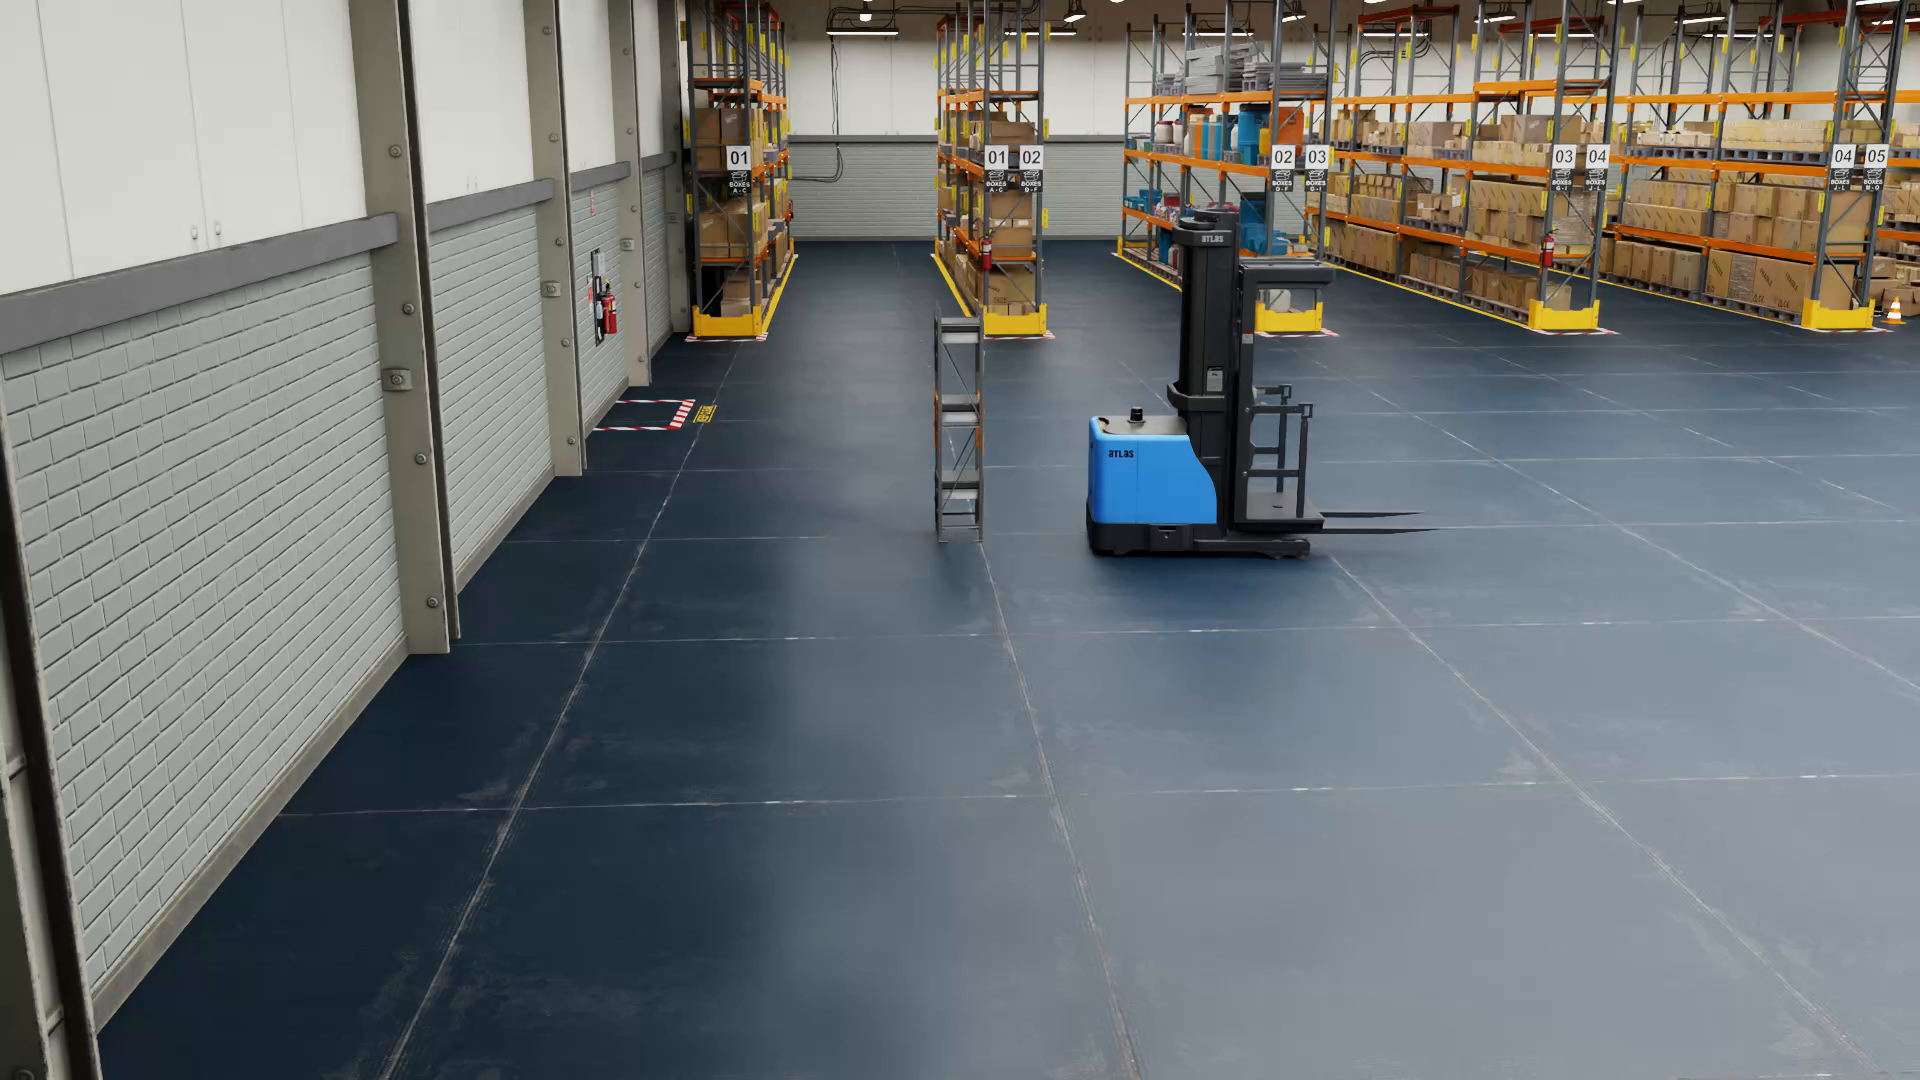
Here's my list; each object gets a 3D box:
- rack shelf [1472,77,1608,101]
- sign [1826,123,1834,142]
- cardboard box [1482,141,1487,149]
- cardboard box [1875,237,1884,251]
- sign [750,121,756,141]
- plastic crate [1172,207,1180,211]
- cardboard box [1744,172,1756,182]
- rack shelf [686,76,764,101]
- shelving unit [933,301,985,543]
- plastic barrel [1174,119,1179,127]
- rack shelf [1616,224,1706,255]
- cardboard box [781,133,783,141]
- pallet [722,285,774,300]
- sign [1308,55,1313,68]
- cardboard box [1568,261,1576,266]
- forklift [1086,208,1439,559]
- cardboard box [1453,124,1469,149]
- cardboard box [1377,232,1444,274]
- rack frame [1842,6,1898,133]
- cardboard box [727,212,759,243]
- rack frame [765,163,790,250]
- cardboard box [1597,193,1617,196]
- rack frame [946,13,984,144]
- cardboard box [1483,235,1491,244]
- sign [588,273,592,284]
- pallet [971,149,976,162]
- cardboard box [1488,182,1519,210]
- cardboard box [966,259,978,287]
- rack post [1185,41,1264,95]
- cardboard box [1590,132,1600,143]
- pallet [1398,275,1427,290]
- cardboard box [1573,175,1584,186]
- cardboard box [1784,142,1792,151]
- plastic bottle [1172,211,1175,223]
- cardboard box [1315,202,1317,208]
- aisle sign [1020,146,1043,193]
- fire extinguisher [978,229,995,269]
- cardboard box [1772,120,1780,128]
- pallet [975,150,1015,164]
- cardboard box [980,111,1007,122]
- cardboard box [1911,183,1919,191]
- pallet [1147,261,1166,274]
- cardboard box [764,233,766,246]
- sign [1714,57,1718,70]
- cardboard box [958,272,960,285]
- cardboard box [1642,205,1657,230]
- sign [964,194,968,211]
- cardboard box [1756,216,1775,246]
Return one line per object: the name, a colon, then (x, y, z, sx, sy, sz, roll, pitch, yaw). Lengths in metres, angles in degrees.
rack shelf: (10.674, -8.288, 30.629, 1.077, 0.370, 4.000, -1, 14, -3)
sign: (15.212, -7.125, 29.060, 0.100, 0.325, 0.005, -1, 14, -3)
cardboard box: (10.347, -7.652, 32.229, 0.380, 0.149, 0.250, -2, 15, -6)
cardboard box: (24.542, -7.938, 44.032, 0.500, 0.500, 0.500, -1, 14, -2)
sign: (-3.492, -6.890, 28.012, 0.100, 0.325, 0.005, -1, 14, -3)
plastic crate: (5.225, -8.162, 41.140, 0.396, 0.136, 0.243, -1, 14, -3)
cardboard box: (19.686, -8.791, 40.968, 0.500, 0.500, 0.500, -1, 14, -3)
rack shelf: (-4.157, -8.059, 29.738, 1.077, 0.370, 4.000, -1, 14, -3)
shelving unit: (-0.010, -1.058, 14.925, 0.431, 2.100, 0.503, -1, 14, -3)
plastic barrel: (5.370, -9.667, 39.336, 0.600, 0.588, 0.600, 0, 14, 0)
rack shelf: (15.383, -6.430, 35.443, 1.077, 0.370, 4.000, -1, 14, -3)
cardboard box: (-4.557, -9.798, 40.325, 0.500, 0.250, 0.500, -1, 14, -4)
pallet: (-4.410, -5.148, 34.611, 1.003, 0.211, 1.213, -1, 14, -3)
sign: (9.252, -12.642, 43.908, 0.100, 0.325, 0.005, -1, 14, -3)
cardboard box: (14.873, -6.814, 39.665, 0.500, 0.500, 0.500, -1, 14, -2)
forklift: (2.669, -1.388, 14.540, 3.031, 2.935, 1.130, 0, 14, 1)
cardboard box: (10.561, -8.289, 34.152, 0.797, 0.503, 0.637, 0, 14, -1)
cardboard box: (10.280, -6.571, 37.967, 1.225, 0.875, 0.875, -2, 15, -6)
rack frame: (20.193, -10.283, 36.934, 1.000, 3.000, 0.127, -1, 14, -3)
cardboard box: (-3.763, -5.429, 28.864, 0.500, 0.500, 0.500, -1, 14, -3)
rack frame: (-5.025, -8.985, 43.928, 1.000, 3.000, 0.127, -1, 14, -3)
cardboard box: (14.758, -7.823, 37.880, 0.380, 0.149, 0.250, -1, 14, -4)
rack frame: (0.167, -10.973, 39.615, 1.000, 3.000, 0.127, -1, 14, -3)
cardboard box: (10.308, -5.801, 32.058, 0.380, 0.149, 0.250, -1, 14, -3)
sign: (-4.514, -3.195, 20.290, 0.001, 0.109, 0.331, -1, 14, -3)
pallet: (0.741, -7.276, 31.444, 1.003, 0.211, 1.213, -1, 14, -3)
cardboard box: (10.387, -6.542, 31.629, 0.500, 0.500, 0.500, -1, 14, -3)
cardboard box: (0.379, -5.193, 32.359, 0.500, 0.500, 0.500, -1, 14, -3)
rack post: (5.399, -9.644, 34.049, 1.013, 1.000, 3.121, -1, 14, -3)
cardboard box: (14.899, -9.164, 38.403, 0.500, 0.500, 0.500, -1, 14, -3)
pallet: (10.349, -5.680, 36.679, 1.003, 0.211, 1.213, -1, 14, -3)
cardboard box: (15.226, -9.064, 41.429, 0.500, 0.500, 0.500, -1, 14, -2)
cardboard box: (15.333, -7.200, 30.432, 0.380, 0.149, 0.250, -1, 14, -4)
plastic bottle: (4.881, -7.363, 37.883, 0.097, 0.271, 0.097, 0, 14, 0)
cardboard box: (9.550, -8.807, 43.740, 0.380, 0.149, 0.250, -1, 14, -4)
aisle sign: (1.220, -6.331, 28.394, 0.394, 0.787, 0.004, -1, 14, -3)
fire extinguisher: (0.454, -5.009, 28.630, 0.296, 0.674, 0.183, -1, 14, -3)
cardboard box: (15.301, -7.714, 30.827, 0.380, 0.149, 0.250, -1, 14, -3)
pallet: (0.814, -6.973, 30.267, 1.003, 0.211, 1.213, -1, 14, -3)
cardboard box: (0.664, -8.179, 32.727, 0.500, 0.500, 0.500, -1, 14, -3)
cardboard box: (20.131, -7.376, 34.730, 0.380, 0.149, 0.250, -1, 14, -5)
pallet: (5.117, -6.600, 40.255, 1.003, 0.211, 1.213, -1, 14, -3)
cardboard box: (-3.880, -5.576, 30.938, 0.500, 0.250, 0.500, -1, 14, -4)
sign: (20.240, -12.768, 44.559, 0.100, 0.325, 0.005, -1, 14, -3)
cardboard box: (0.224, -5.556, 35.274, 0.500, 0.250, 0.500, -1, 14, -5)
cardboard box: (15.082, -6.957, 35.845, 0.500, 0.500, 0.500, -1, 14, -3)
sign: (0.122, -6.590, 32.453, 0.100, 0.325, 0.005, -1, 14, -3)
cardboard box: (15.647, -5.860, 31.480, 0.875, 0.550, 0.500, -1, 14, -3)
